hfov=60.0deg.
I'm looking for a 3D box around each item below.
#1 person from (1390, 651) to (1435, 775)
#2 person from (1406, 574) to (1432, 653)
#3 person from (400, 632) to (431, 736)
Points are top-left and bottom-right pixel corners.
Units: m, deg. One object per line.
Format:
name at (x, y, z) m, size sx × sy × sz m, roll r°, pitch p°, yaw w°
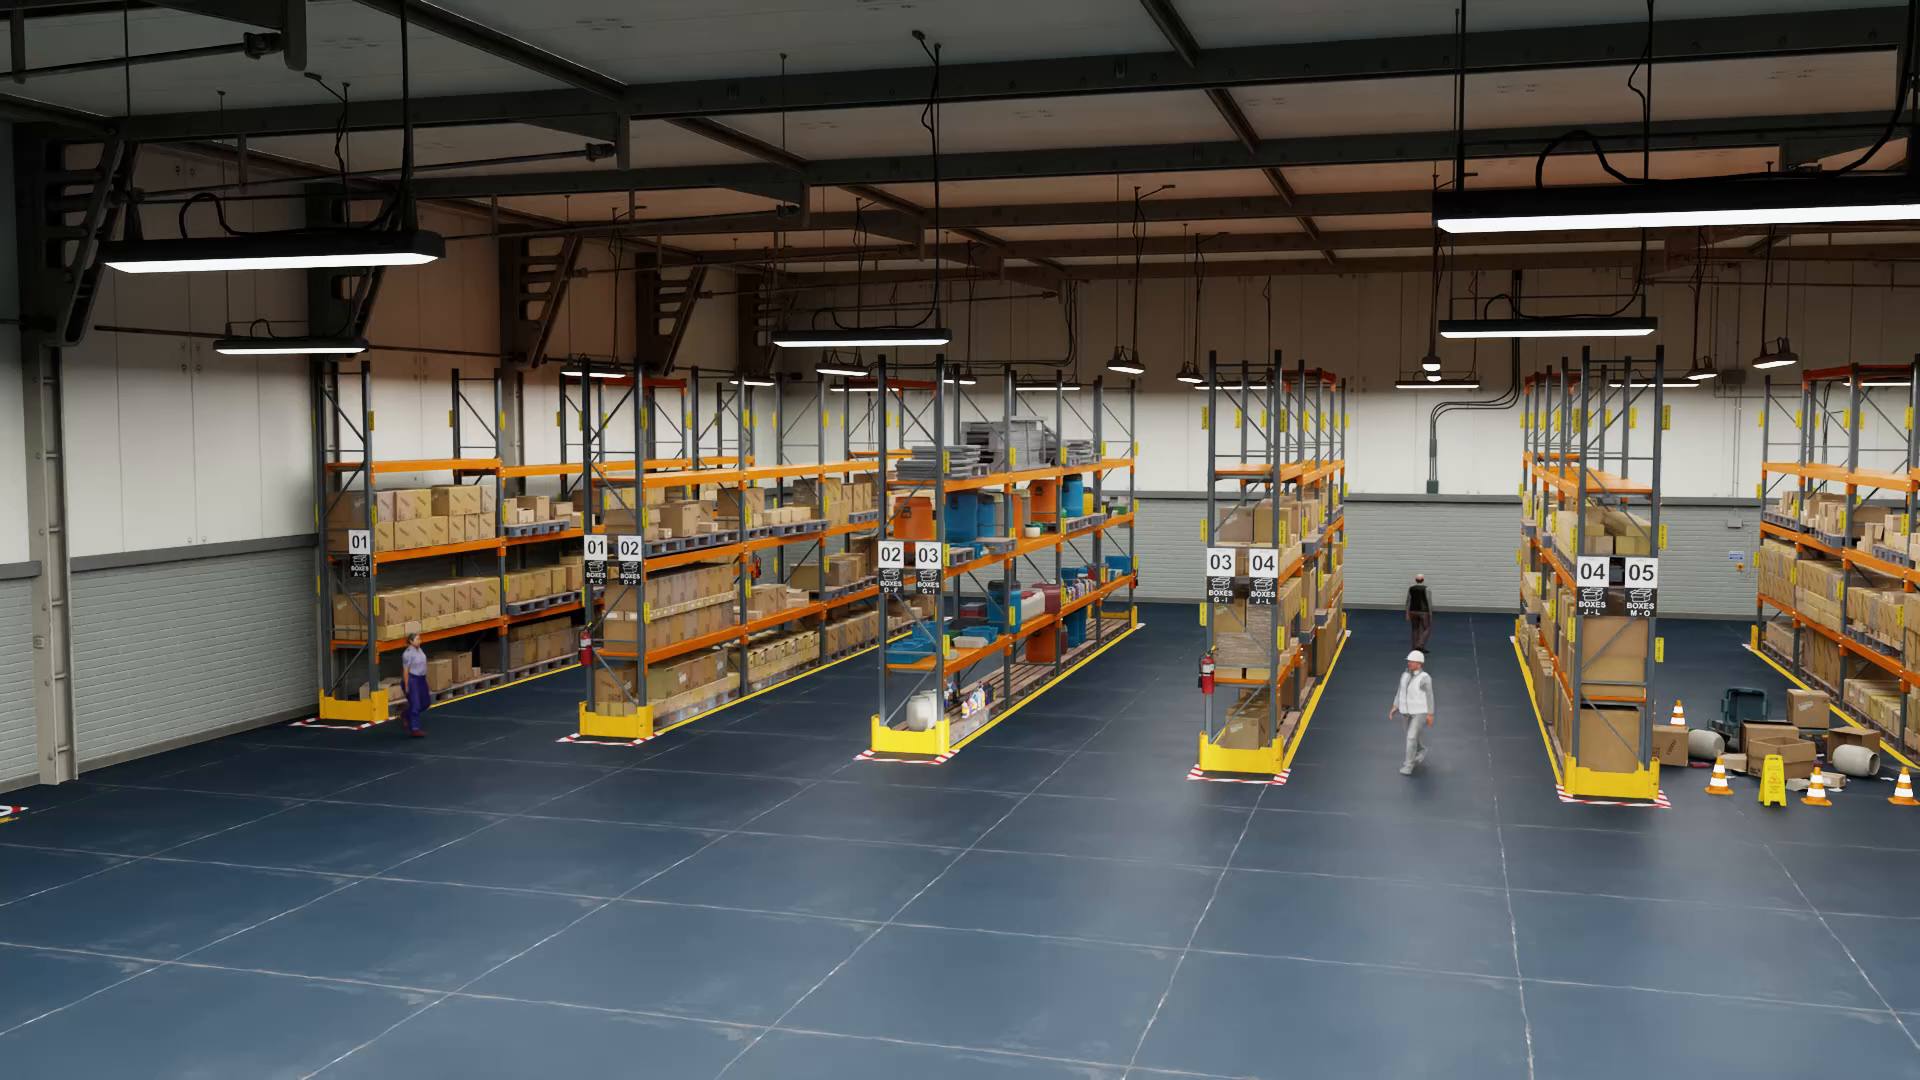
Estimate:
person at (6.494, 2.433, 23.747) m, size 0.597 × 1.725 × 1.064 m, roll 4°, pitch 6°, yaw 44°
person at (9.870, 1.590, 35.777) m, size 0.566 × 1.721 × 0.492 m, roll 3°, pitch 5°, yaw 37°
person at (-8.714, 2.281, 26.451) m, size 0.574 × 1.633 × 0.473 m, roll 1°, pitch 4°, yaw 16°
